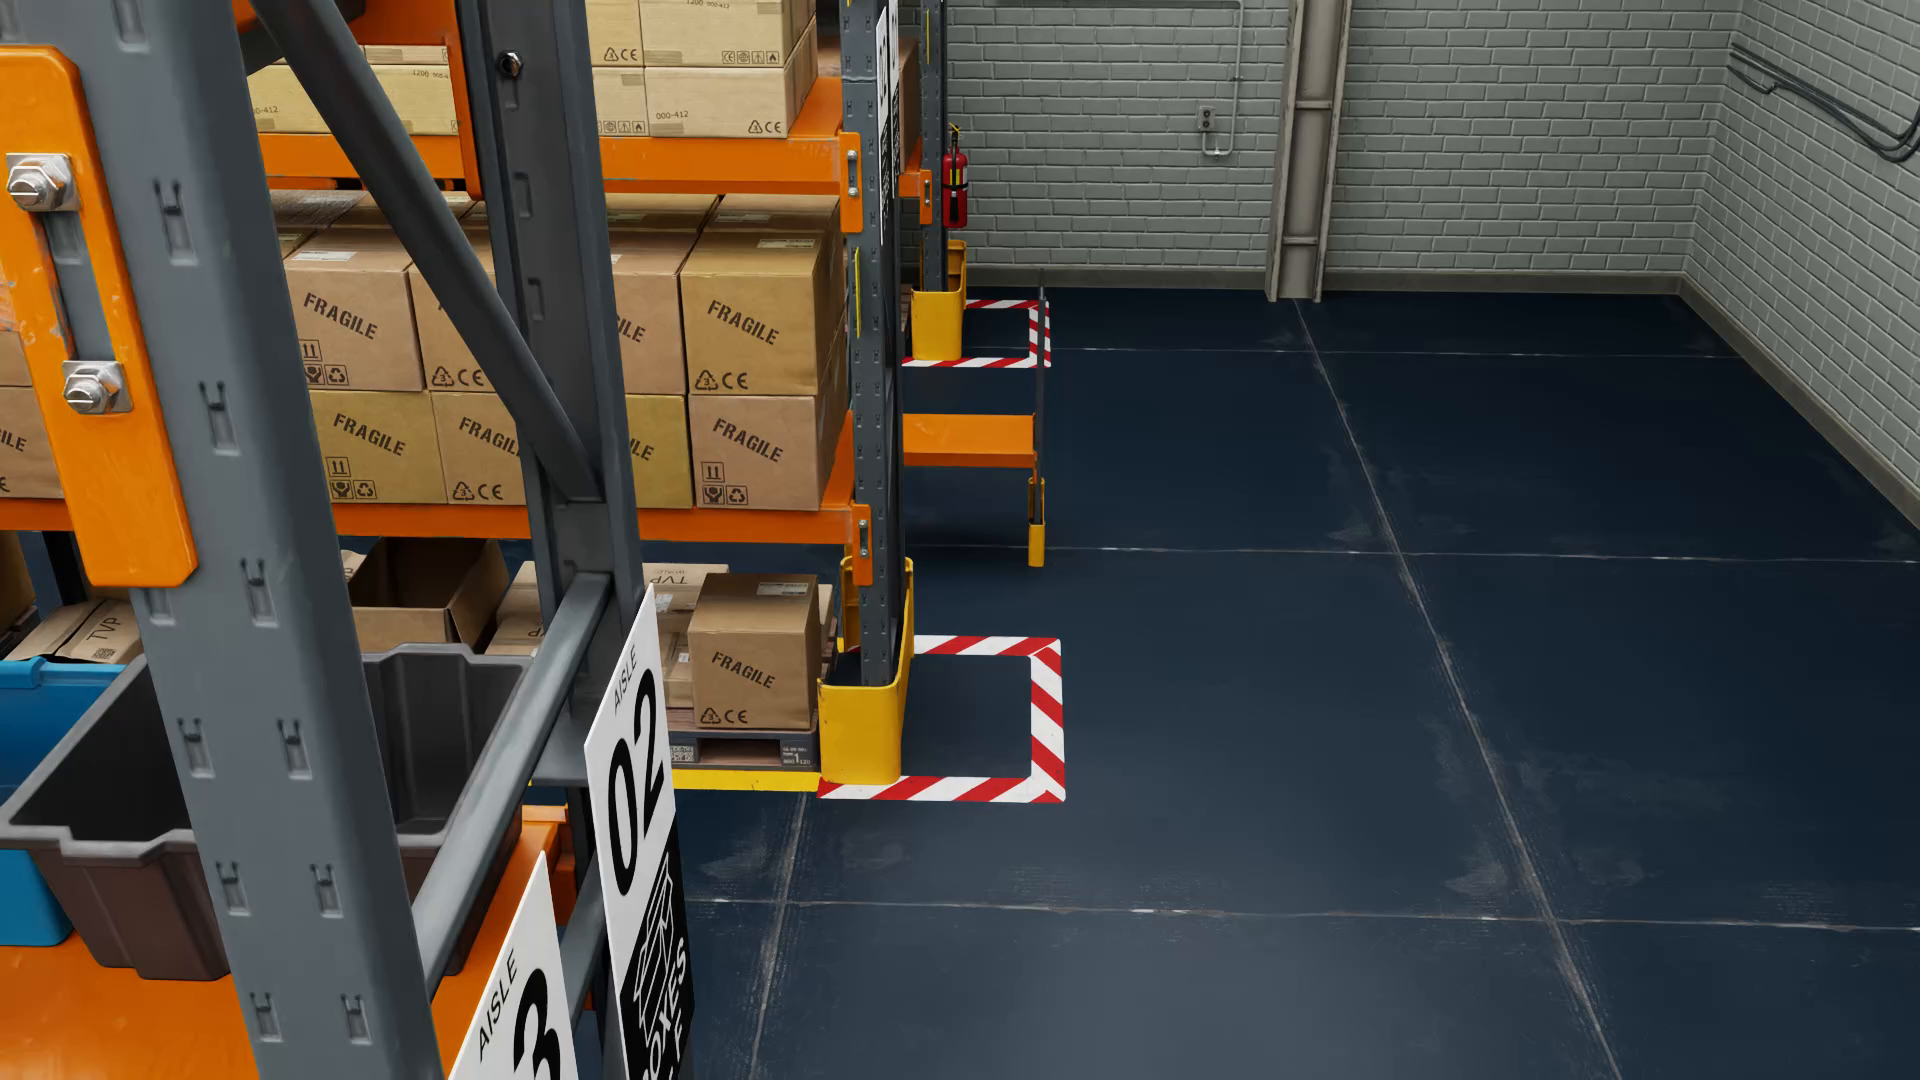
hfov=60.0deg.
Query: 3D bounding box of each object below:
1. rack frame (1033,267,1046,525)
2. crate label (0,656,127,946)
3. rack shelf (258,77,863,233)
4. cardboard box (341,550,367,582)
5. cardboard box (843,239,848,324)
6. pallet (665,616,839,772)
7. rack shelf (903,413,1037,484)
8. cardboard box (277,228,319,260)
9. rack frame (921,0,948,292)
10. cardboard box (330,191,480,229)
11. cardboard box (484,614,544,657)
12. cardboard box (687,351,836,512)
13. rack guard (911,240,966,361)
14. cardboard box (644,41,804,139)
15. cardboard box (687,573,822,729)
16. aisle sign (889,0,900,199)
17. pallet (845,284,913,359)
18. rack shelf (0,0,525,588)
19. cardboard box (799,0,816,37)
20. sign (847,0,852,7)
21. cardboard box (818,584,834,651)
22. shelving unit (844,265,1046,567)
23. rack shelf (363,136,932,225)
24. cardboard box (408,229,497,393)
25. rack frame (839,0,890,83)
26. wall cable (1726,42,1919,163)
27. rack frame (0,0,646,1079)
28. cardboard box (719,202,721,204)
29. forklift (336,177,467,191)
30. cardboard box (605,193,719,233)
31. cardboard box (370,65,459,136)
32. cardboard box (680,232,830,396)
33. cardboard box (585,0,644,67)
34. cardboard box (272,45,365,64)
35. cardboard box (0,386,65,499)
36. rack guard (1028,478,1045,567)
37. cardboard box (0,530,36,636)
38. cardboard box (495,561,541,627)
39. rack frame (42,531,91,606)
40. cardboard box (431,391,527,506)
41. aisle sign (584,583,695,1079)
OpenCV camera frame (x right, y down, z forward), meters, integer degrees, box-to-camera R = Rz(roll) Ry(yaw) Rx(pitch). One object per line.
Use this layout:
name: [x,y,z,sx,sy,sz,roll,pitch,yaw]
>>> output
rack frame: [0.423,-0.656,8.886,0.032,1.500,0.500,1,28,2]
crate label: [-1.430,0.360,2.324,0.502,0.251,0.408,1,28,2]
rack shelf: [-2.339,-1.573,6.580,4.000,0.370,1.077,1,28,2]
cardboard box: [-3.009,0.284,7.912,0.500,0.311,0.500,1,28,2]
cardboard box: [-0.873,-1.897,11.846,0.500,0.500,0.700,1,28,2]
pallet: [-1.213,0.686,7.731,1.213,0.211,1.003,1,28,2]
rack shelf: [-0.085,-0.505,8.986,1.000,0.185,0.538,1,28,2]
cardboard box: [-2.848,-0.928,6.623,0.500,0.500,0.500,0,28,0]
rack frame: [-0.170,-2.851,11.425,0.127,3.000,1.000,1,28,2]
cardboard box: [-2.305,-1.173,7.085,0.500,0.500,0.500,1,28,1]
cardboard box: [-1.841,0.565,7.448,0.500,0.250,0.500,1,28,2]
cardboard box: [-0.798,-0.456,6.801,0.500,0.500,0.500,2,28,3]
rack guard: [-0.146,-1.746,12.010,0.348,0.500,1.175,1,28,2]
cardboard box: [-0.863,-1.676,6.167,0.500,0.250,0.500,1,28,2]
cardboard box: [-0.893,0.484,7.333,0.500,0.500,0.500,1,28,2]
aisle sign: [-0.262,-1.817,6.700,0.004,0.787,0.394,1,28,2]
pallet: [-0.971,-1.595,12.034,1.213,0.211,1.003,1,28,2]
rack shelf: [-2.518,-0.403,1.597,4.000,0.370,1.077,1,28,2]
cardboard box: [-0.845,-2.142,6.513,0.500,0.250,0.500,1,28,2]
sign: [-0.380,-1.989,5.652,0.005,0.325,0.100,1,28,2]
cardboard box: [-0.747,0.365,7.932,0.250,0.149,0.380,1,28,2]
shelving unit: [-0.076,-0.664,8.901,1.083,1.500,0.587,1,28,2]
rack shelf: [-2.168,-2.566,11.656,4.000,0.370,1.077,1,28,2]
cardboard box: [-1.818,-0.911,6.592,0.500,0.500,0.500,2,28,3]
rack frame: [-0.341,-3.183,5.646,0.127,3.000,1.000,1,28,2]
wall cable: [5.470,-3.869,10.256,0.112,2.526,3.097,1,28,2]
rack frame: [-0.519,-0.864,1.273,0.127,3.000,1.000,1,28,2]
cardboard box: [-1.751,-2.291,11.897,0.250,0.149,0.380,1,28,3]
forklift: [-3.283,-1.733,9.390,3.031,2.935,1.130,8,29,15]
cardboard box: [-1.298,-1.154,7.050,0.500,0.500,0.500,1,28,2]
cardboard box: [-1.863,-1.692,6.196,0.500,0.250,0.500,1,28,2]
cardboard box: [-0.795,-0.897,6.565,0.500,0.500,0.500,1,28,1]
cardboard box: [-1.363,-1.909,6.073,0.500,0.250,0.500,1,28,2]
cardboard box: [-2.362,-1.925,6.102,0.500,0.250,0.500,1,28,2]
cardboard box: [-3.838,-0.507,6.896,0.500,0.500,0.500,2,28,3]
rack guard: [0.422,-0.103,9.178,0.087,0.250,0.587,1,28,2]
cardboard box: [-4.813,0.190,7.889,0.500,0.500,0.500,0,28,-1]
cardboard box: [-1.873,0.330,7.891,0.500,0.250,0.500,1,28,2]
rack frame: [-4.338,-0.598,7.176,0.127,3.000,1.000,1,28,2]
cardboard box: [-1.815,-0.474,6.835,0.500,0.500,0.500,1,28,2]
aisle sign: [-0.437,0.500,2.329,0.004,0.787,0.394,1,28,2]
